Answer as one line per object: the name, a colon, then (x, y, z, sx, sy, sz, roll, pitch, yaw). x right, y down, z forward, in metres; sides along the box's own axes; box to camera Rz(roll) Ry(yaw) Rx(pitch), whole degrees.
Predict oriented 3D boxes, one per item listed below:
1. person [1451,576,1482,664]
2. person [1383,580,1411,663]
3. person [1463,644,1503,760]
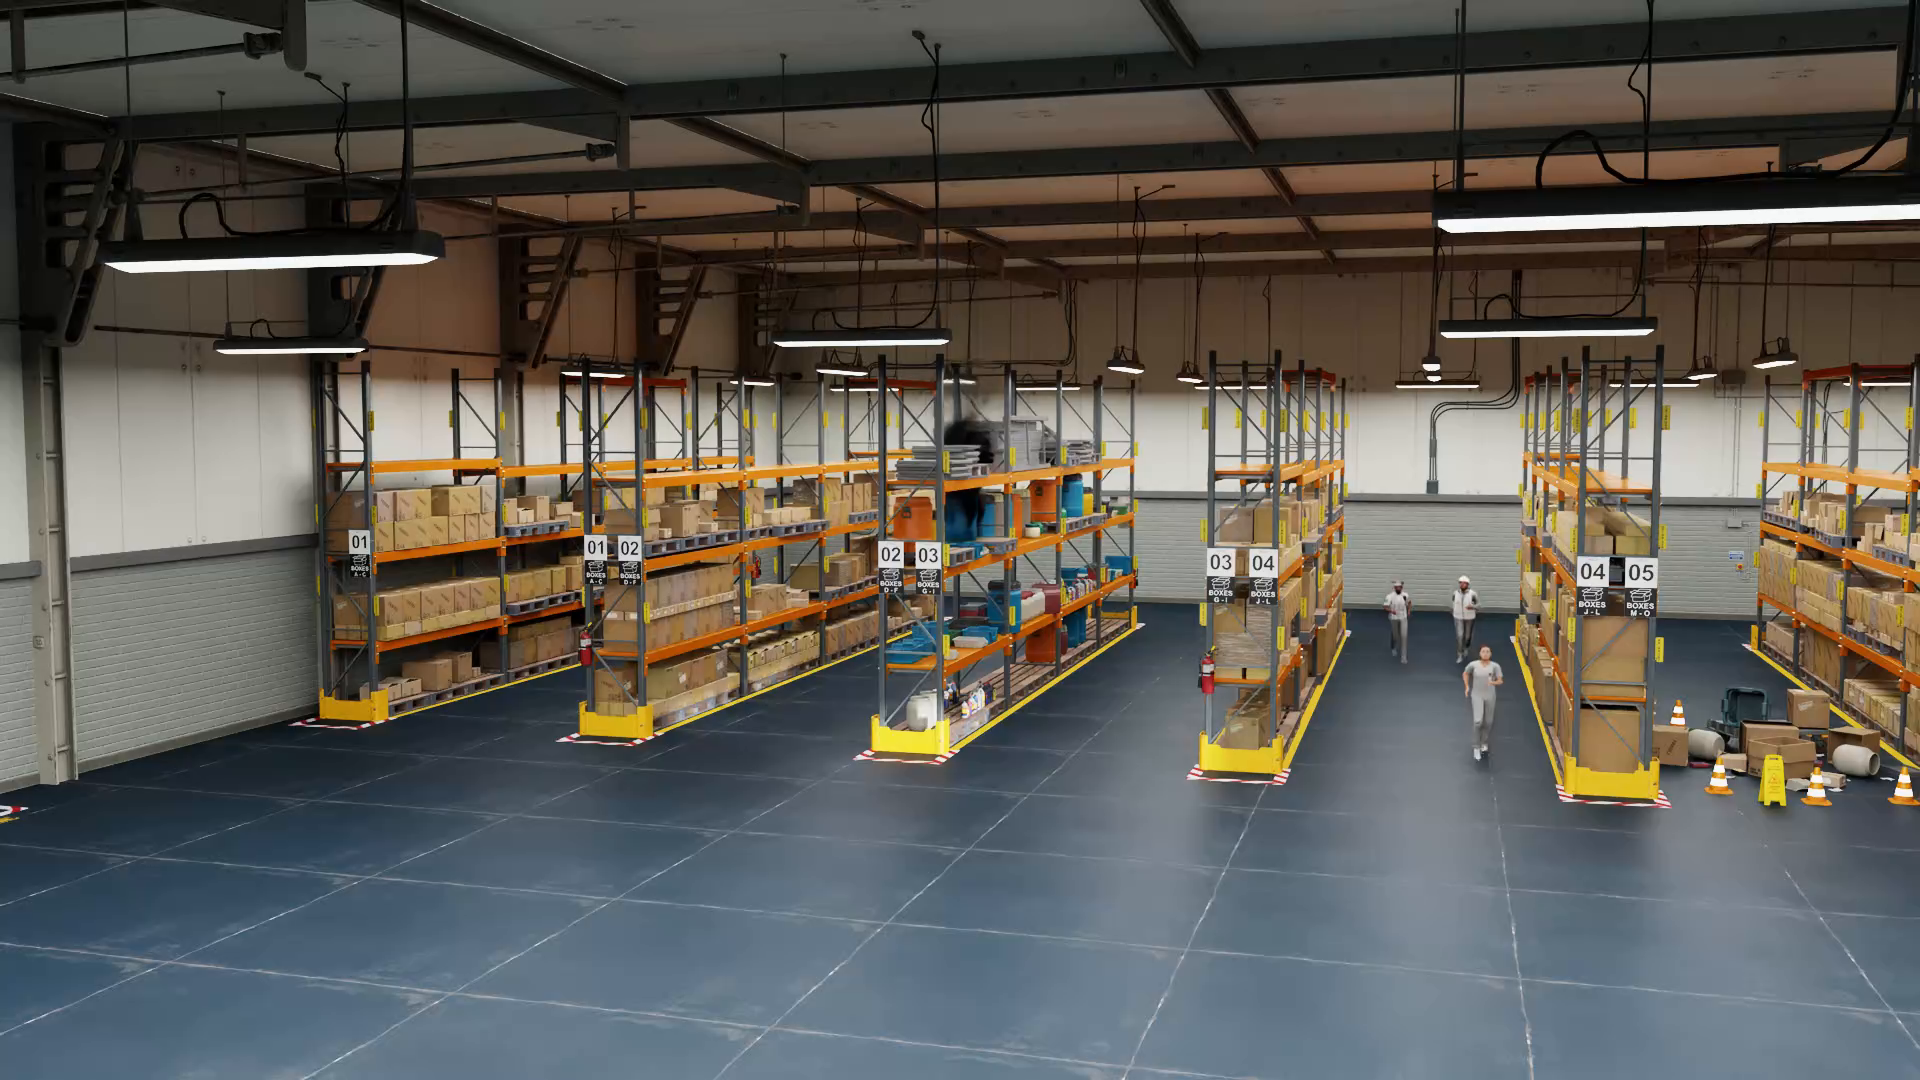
person: (10.531, 1.643, 34.651, 0.647, 1.788, 0.871, 2, 4, 23)
person: (9.110, 1.663, 34.600, 0.588, 1.684, 0.999, 1, 4, 8)
person: (7.790, 2.399, 24.768, 0.531, 1.720, 0.738, 1, 4, 10)
